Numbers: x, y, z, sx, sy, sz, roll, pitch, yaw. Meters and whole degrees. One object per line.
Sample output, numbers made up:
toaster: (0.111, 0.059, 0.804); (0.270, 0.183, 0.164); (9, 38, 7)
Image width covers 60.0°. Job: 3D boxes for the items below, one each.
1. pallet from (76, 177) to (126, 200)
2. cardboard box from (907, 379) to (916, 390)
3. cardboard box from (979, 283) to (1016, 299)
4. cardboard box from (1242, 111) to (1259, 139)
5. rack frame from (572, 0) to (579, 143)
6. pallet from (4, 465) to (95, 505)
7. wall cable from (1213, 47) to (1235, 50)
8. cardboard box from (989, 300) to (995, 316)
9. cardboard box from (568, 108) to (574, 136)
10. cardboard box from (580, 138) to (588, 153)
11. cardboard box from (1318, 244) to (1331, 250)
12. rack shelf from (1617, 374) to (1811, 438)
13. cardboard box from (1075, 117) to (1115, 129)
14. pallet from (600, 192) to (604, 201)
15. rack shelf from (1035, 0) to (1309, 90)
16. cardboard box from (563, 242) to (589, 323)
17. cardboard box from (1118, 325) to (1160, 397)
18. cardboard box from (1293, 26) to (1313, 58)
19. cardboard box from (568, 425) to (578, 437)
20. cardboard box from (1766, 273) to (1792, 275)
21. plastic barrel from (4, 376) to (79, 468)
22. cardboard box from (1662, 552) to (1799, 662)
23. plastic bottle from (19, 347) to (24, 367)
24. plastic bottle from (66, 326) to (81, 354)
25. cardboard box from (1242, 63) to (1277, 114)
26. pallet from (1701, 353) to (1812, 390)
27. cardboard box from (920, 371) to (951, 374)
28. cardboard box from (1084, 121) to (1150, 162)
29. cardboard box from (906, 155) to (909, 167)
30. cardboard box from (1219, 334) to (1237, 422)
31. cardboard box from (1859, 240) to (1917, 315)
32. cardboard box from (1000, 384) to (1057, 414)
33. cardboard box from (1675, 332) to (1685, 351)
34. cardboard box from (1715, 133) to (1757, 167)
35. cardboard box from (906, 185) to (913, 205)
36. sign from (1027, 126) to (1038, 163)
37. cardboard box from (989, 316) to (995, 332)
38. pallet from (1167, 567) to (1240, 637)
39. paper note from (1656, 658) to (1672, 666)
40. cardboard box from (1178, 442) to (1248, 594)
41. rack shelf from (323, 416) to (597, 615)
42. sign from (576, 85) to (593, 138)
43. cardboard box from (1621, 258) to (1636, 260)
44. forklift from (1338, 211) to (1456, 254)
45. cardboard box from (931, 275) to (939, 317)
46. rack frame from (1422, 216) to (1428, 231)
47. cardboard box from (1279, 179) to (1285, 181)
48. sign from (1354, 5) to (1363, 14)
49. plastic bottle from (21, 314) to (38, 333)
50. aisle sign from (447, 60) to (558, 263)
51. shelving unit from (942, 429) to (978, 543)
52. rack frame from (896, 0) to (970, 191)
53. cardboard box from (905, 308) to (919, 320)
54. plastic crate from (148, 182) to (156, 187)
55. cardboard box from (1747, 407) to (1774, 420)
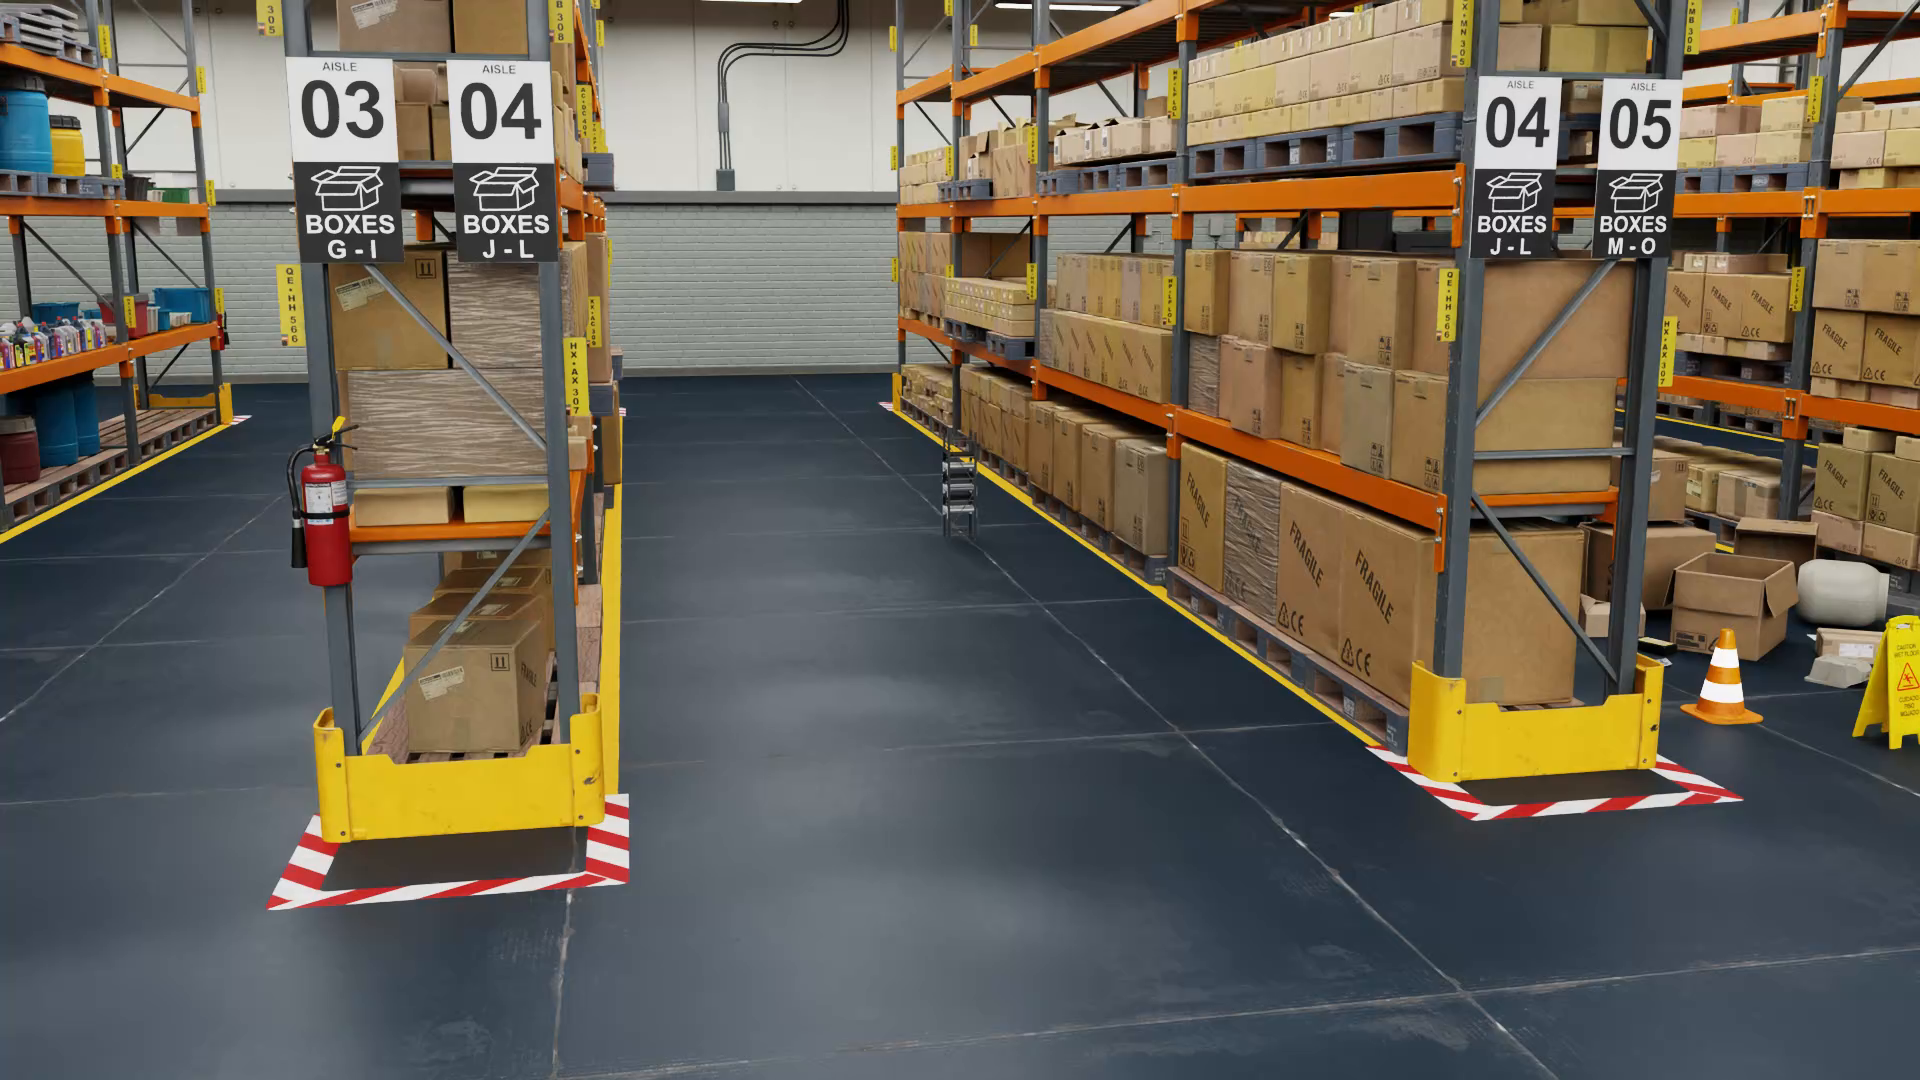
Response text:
pallet: (-9.080, -3.497, 16.528); (1.213, 0.211, 1.003); (-2, 11, -11)
cardboard box: (-0.515, -2.126, 22.549); (0.380, 0.149, 0.250); (-2, 11, -11)
cardboard box: (0.399, -2.550, 17.029); (0.380, 0.149, 0.250); (-2, 11, -8)
cardboard box: (1.908, -2.471, 9.913); (0.380, 0.149, 0.250); (-2, 11, -12)
rack frame: (-2.914, -3.916, 10.204); (1.000, 3.000, 0.127); (-2, 11, -11)
pallet: (-8.978, -0.519, 15.858); (1.003, 0.211, 1.213); (-2, 11, -11)
wall cable: (3.829, -7.537, 29.229); (2.355, 3.000, 0.029); (-2, 11, -11)
cardboard box: (0.495, -2.310, 16.566); (0.380, 0.149, 0.250); (-2, 11, -11)
cardboard box: (-2.392, -2.371, 9.442); (0.380, 0.149, 0.250); (-2, 11, -13)
cardboard box: (-3.162, -3.207, 12.898); (0.500, 0.500, 0.500); (-2, 11, -10)
cardboard box: (4.798, -3.507, 21.156); (0.500, 0.500, 0.500); (-2, 11, -12)
rack shelf: (6.418, -1.343, 14.652); (1.077, 0.370, 4.000); (-2, 11, -11)
cardboard box: (1.285, -3.942, 16.047); (0.396, 0.266, 0.258); (-2, 11, -11)
pallet: (-5.093, -4.464, 21.343); (1.003, 0.211, 1.213); (-2, 11, -11)
rack shelf: (1.582, -3.895, 13.086); (1.077, 0.370, 4.000); (-2, 11, -11)
cardboard box: (-2.556, -1.583, 10.253); (0.500, 0.500, 0.500); (-2, 11, -11)
cardboard box: (1.509, -1.358, 12.544); (0.500, 0.500, 0.500); (-2, 11, -12)
cardboard box: (2.054, -2.724, 9.110); (0.380, 0.149, 0.250); (-2, 11, -11)
cardboard box: (-2.306, -0.541, 9.189); (0.380, 0.149, 0.250); (-2, 11, -11)
cardboard box: (6.899, -1.919, 13.571); (0.500, 0.500, 0.500); (-2, 11, -11)
plastic barrel: (-9.101, -1.201, 16.474); (0.600, 0.901, 0.708); (-2, 11, -11)
cardboard box: (4.760, 0.401, 10.246); (0.637, 0.503, 0.797); (9, 14, 38)
plastic bottle: (-8.429, -1.648, 14.861); (0.097, 0.201, 0.097); (0, 11, 0)
plastic bottle: (-8.765, -1.975, 16.383); (0.152, 0.276, 0.135); (-2, 11, -11)
cardboard box: (1.990, -2.647, 9.775); (0.500, 0.250, 0.500); (-2, 11, -12)
pallet: (6.801, -1.380, 13.440); (1.003, 0.211, 1.213); (-2, 11, -11)
cardboard box: (-0.325, -2.130, 21.778); (0.380, 0.149, 0.250); (-2, 11, -9)
cardboard box: (1.315, -3.223, 13.431); (0.500, 0.311, 0.500); (-2, 11, -12)
cardboard box: (-0.510, -5.005, 21.947); (0.380, 0.149, 0.250); (-2, 11, -11)
cardboard box: (2.184, -1.037, 10.722); (0.875, 0.550, 0.550); (-2, 11, -11)
cardboard box: (6.758, -1.833, 11.566); (0.700, 0.500, 0.500); (-2, 11, -11)
cardboard box: (0.694, -1.419, 16.687); (0.500, 0.250, 0.500); (-2, 11, -10)
cardboard box: (6.252, -1.684, 14.071); (0.380, 0.149, 0.250); (-2, 11, -11)
cardboard box: (6.458, -3.130, 13.376); (0.500, 0.250, 0.500); (-2, 11, -10)
cardboard box: (-0.428, -4.543, 21.922); (0.500, 0.250, 0.500); (-2, 11, -9)
sign: (0.660, -3.573, 15.039); (0.100, 0.325, 0.005); (-2, 11, -11)
cardboard box: (0.504, -2.160, 16.569); (0.380, 0.149, 0.250); (-2, 11, -12)
pallet: (2.042, 0.381, 11.128); (1.003, 0.211, 1.213); (-2, 11, -11)
paper note: (4.118, 0.721, 9.833); (0.144, 0.017, 0.142); (2, 11, 9)
cardboard box: (2.025, -0.175, 11.155); (0.875, 0.875, 0.875); (-2, 11, -10)
rack shelf: (-2.525, -0.249, 8.905); (1.077, 0.370, 4.000); (-2, 11, -11)
sign: (-2.383, -2.718, 10.547); (0.100, 0.325, 0.005); (-2, 11, -11)
cardboard box: (9.457, -3.784, 23.155); (0.500, 0.500, 0.500); (-2, 11, -10)
forklift: (3.784, -1.465, 13.556); (3.031, 2.935, 1.130); (2, 11, 10)
cardboard box: (-0.056, -2.967, 20.199); (0.500, 0.500, 0.500); (-2, 11, -13)
rack frame: (5.251, -2.797, 20.367); (1.000, 3.000, 0.127); (-2, 11, -11)
cardboard box: (4.459, -4.928, 22.823); (0.380, 0.149, 0.250); (-2, 11, -9)
sign: (4.702, -6.265, 19.621); (0.100, 0.325, 0.005); (-2, 11, -11)
plastic bottle: (-9.570, -2.148, 17.092); (0.144, 0.351, 0.185); (-2, 11, -11)
aisle sign: (-1.830, -1.512, 6.665); (0.394, 0.787, 0.004); (-2, 11, -11)
shelving unit: (-0.002, -0.444, 13.620); (0.258, 0.900, 0.210); (-2, 11, -11)
rack frame: (-0.363, -6.279, 22.617); (1.000, 3.000, 0.127); (-2, 11, -11)
cardboard box: (-0.531, -3.040, 22.320); (0.380, 0.149, 0.250); (-2, 11, -13)
plastic crate: (-10.305, -4.318, 20.689); (0.497, 0.269, 0.590); (-2, 11, -11)
cardboard box: (10.106, -1.762, 20.493); (0.500, 0.500, 0.500); (-2, 11, -12)
